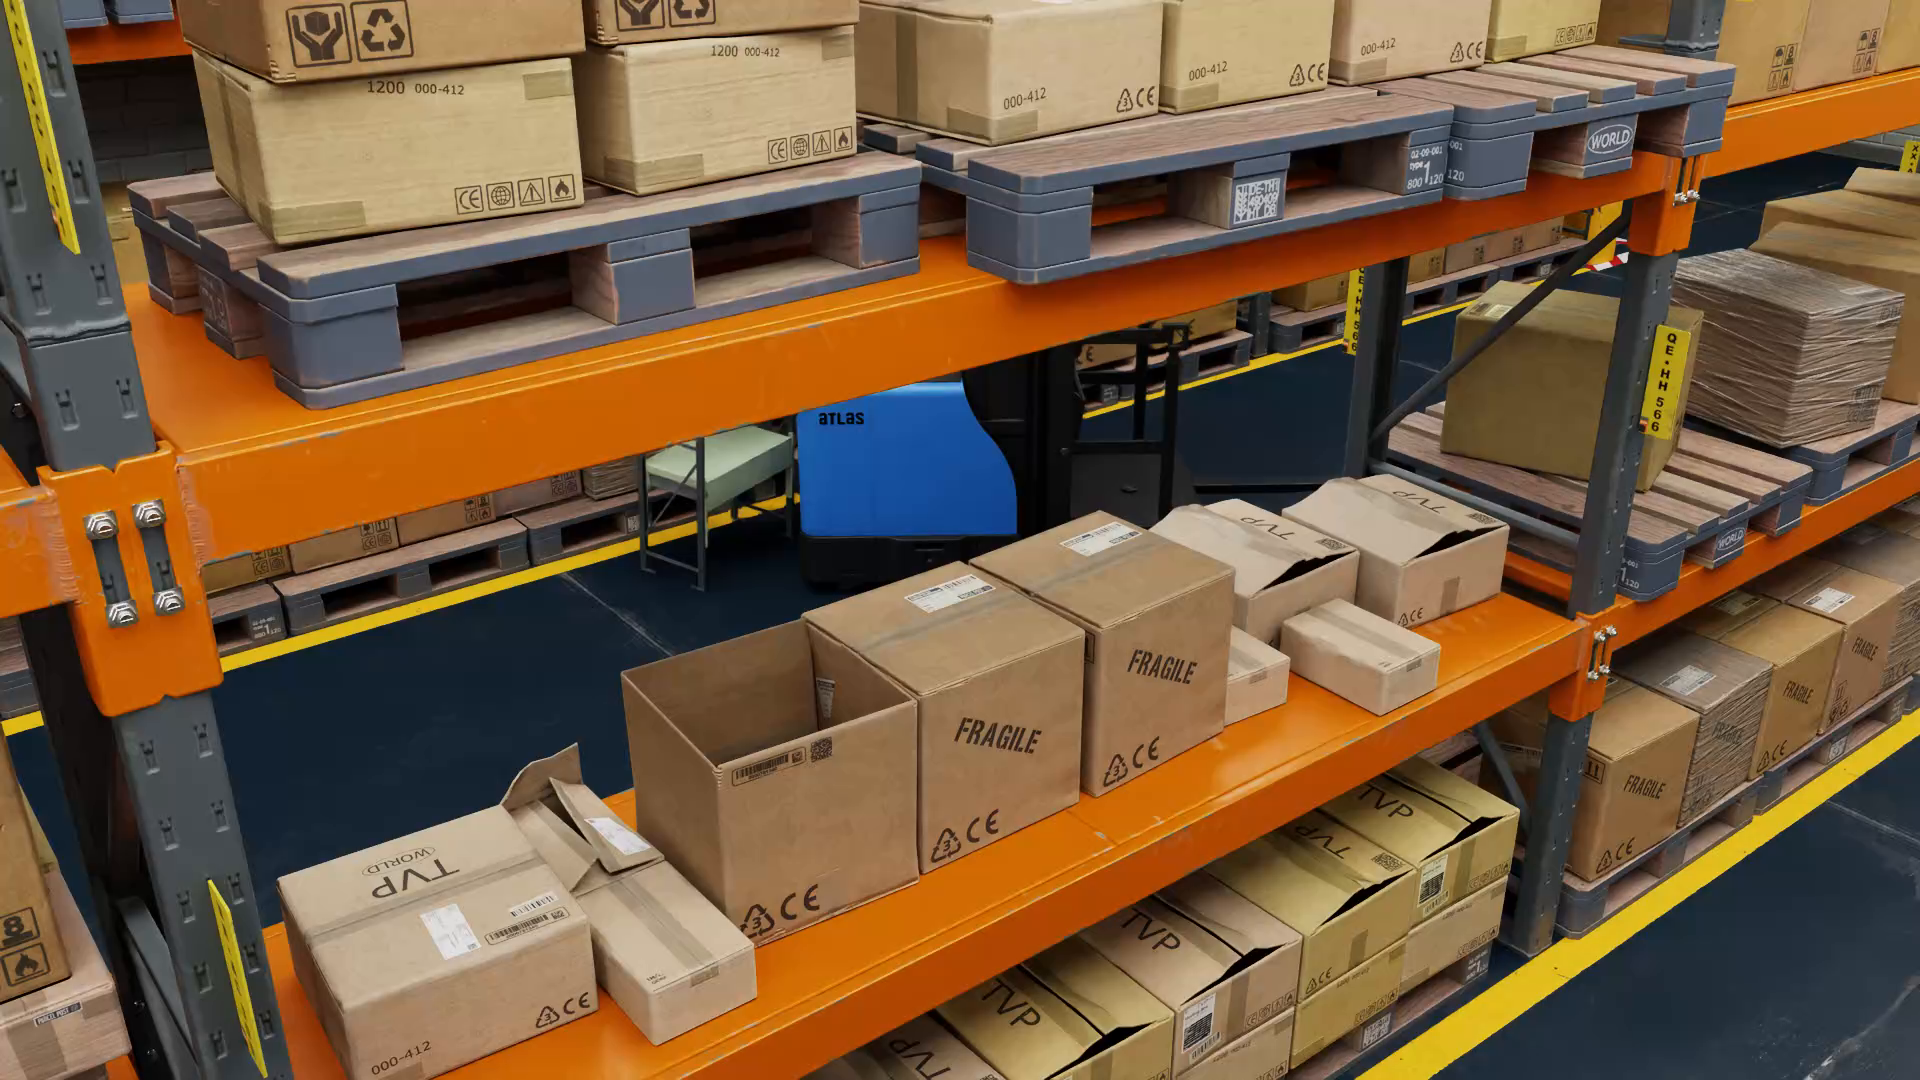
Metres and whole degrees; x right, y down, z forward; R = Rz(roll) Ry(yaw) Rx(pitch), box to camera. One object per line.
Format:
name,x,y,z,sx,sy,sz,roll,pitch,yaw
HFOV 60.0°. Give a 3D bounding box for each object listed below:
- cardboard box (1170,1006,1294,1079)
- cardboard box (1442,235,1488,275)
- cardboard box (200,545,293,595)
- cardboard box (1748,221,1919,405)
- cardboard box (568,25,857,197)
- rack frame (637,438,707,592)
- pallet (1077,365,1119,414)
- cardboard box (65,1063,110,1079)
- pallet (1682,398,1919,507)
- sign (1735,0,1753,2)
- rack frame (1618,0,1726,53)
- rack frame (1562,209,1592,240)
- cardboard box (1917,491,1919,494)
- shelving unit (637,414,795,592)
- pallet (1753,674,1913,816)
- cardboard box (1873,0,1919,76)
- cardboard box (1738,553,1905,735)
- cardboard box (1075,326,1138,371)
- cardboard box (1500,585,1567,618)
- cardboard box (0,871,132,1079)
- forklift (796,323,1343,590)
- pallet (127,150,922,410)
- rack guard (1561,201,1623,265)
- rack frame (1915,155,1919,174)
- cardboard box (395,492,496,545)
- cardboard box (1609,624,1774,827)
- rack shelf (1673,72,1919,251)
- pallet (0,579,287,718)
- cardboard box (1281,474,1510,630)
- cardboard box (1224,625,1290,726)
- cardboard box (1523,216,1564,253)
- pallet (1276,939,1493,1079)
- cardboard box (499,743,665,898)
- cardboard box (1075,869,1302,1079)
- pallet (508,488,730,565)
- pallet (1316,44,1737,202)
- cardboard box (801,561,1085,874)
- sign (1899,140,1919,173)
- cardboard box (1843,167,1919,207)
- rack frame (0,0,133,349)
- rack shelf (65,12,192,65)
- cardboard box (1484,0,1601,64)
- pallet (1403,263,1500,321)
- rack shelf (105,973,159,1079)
cardboard box,0.616,1.430,4.873,0.500,0.250,0.500,-17,30,-33
cardboard box,3.638,-2.408,12.845,0.500,0.500,0.700,-19,31,-36
cardboard box,-3.583,-0.123,7.899,0.500,0.500,0.700,-19,31,-35
cardboard box,3.476,-0.904,6.518,0.700,0.500,0.500,18,30,33
cardboard box,-0.546,-0.853,3.141,0.500,0.250,0.500,-22,33,-39
rack frame,-1.386,-0.469,7.945,0.400,1.500,0.023,18,30,26
pallet,0.247,-0.979,10.608,1.213,0.211,1.003,-18,31,-34
cardboard box,-1.813,1.002,2.908,0.500,0.500,0.700,-19,31,-35
pallet,3.208,-0.528,6.553,1.213,0.211,1.003,-18,31,-34
sign,2.016,-1.554,4.263,0.005,0.325,0.100,-18,31,-34
rack frame,1.680,-2.830,4.158,0.127,3.000,1.000,-18,31,-34
rack frame,4.916,-3.827,13.433,0.127,3.000,1.000,-18,31,-34
cardboard box,4.616,0.010,7.613,0.500,0.500,0.500,-18,31,-34
shelving unit,-1.200,-0.602,8.231,0.431,1.500,0.755,18,30,26
pallet,3.250,0.660,7.078,1.213,0.211,1.003,-18,31,-34
cardboard box,2.813,-1.907,5.613,0.500,0.500,0.910,-18,31,-34
cardboard box,3.428,0.398,6.775,0.500,0.500,0.500,-19,31,-36
cardboard box,0.639,-1.559,10.602,0.750,0.750,0.750,-17,30,-33
cardboard box,2.313,0.149,6.422,0.500,0.250,0.500,-17,30,-32
cardboard box,-1.549,0.732,2.719,0.250,0.149,0.380,-18,31,-34
forklift,0.712,-1.268,8.077,3.031,2.867,1.129,-1,25,-2
pallet,-0.781,-0.577,3.094,1.217,0.209,0.805,-20,31,-36
rack guard,4.935,-2.699,13.972,0.348,0.500,1.175,-18,31,-34
rack frame,4.828,-1.148,7.660,0.127,3.000,1.000,-18,31,-34
cardboard box,-2.765,-0.376,8.445,0.500,0.500,0.700,-18,31,-34
cardboard box,2.623,0.664,6.203,0.500,0.500,0.500,-20,31,-36
rack shelf,3.254,-1.663,6.061,4.000,0.370,1.077,-18,31,-34
pallet,-3.915,0.352,7.740,1.213,0.211,1.003,-18,31,-34
cardboard box,1.367,0.012,5.267,0.500,0.311,0.500,-16,29,-31
cardboard box,0.711,0.355,4.720,0.250,0.149,0.380,-16,29,-30
cardboard box,4.427,-2.669,13.407,0.500,0.500,0.700,-18,31,-34
pallet,1.008,1.357,5.575,1.213,0.211,1.003,-18,31,-34
cardboard box,-0.889,0.702,3.834,0.258,0.266,0.396,-19,31,-35
cardboard box,0.616,1.179,4.748,0.500,0.311,0.500,-18,31,-34
pallet,-1.995,-0.281,9.106,1.213,0.211,1.003,-18,31,-34
pallet,1.201,-1.178,4.386,1.003,0.211,1.213,-17,30,-32
cardboard box,-0.044,0.424,4.155,0.500,0.500,0.500,-18,30,-34
sign,4.487,-1.718,7.861,0.005,0.325,0.100,-18,31,-34
cardboard box,4.317,-1.335,7.445,0.700,0.500,0.500,15,29,29
rack frame,-1.468,-1.791,1.919,0.127,3.000,1.000,-18,31,-34
rack shelf,-2.953,-2.264,7.355,4.000,0.370,1.077,-18,31,-34
cardboard box,1.358,-1.455,4.439,0.500,0.250,0.500,-21,32,-38
pallet,3.376,-2.013,12.837,1.213,0.211,1.003,-18,31,-34
rack shelf,-3.041,1.776,2.214,4.000,0.370,1.077,-18,31,-34
